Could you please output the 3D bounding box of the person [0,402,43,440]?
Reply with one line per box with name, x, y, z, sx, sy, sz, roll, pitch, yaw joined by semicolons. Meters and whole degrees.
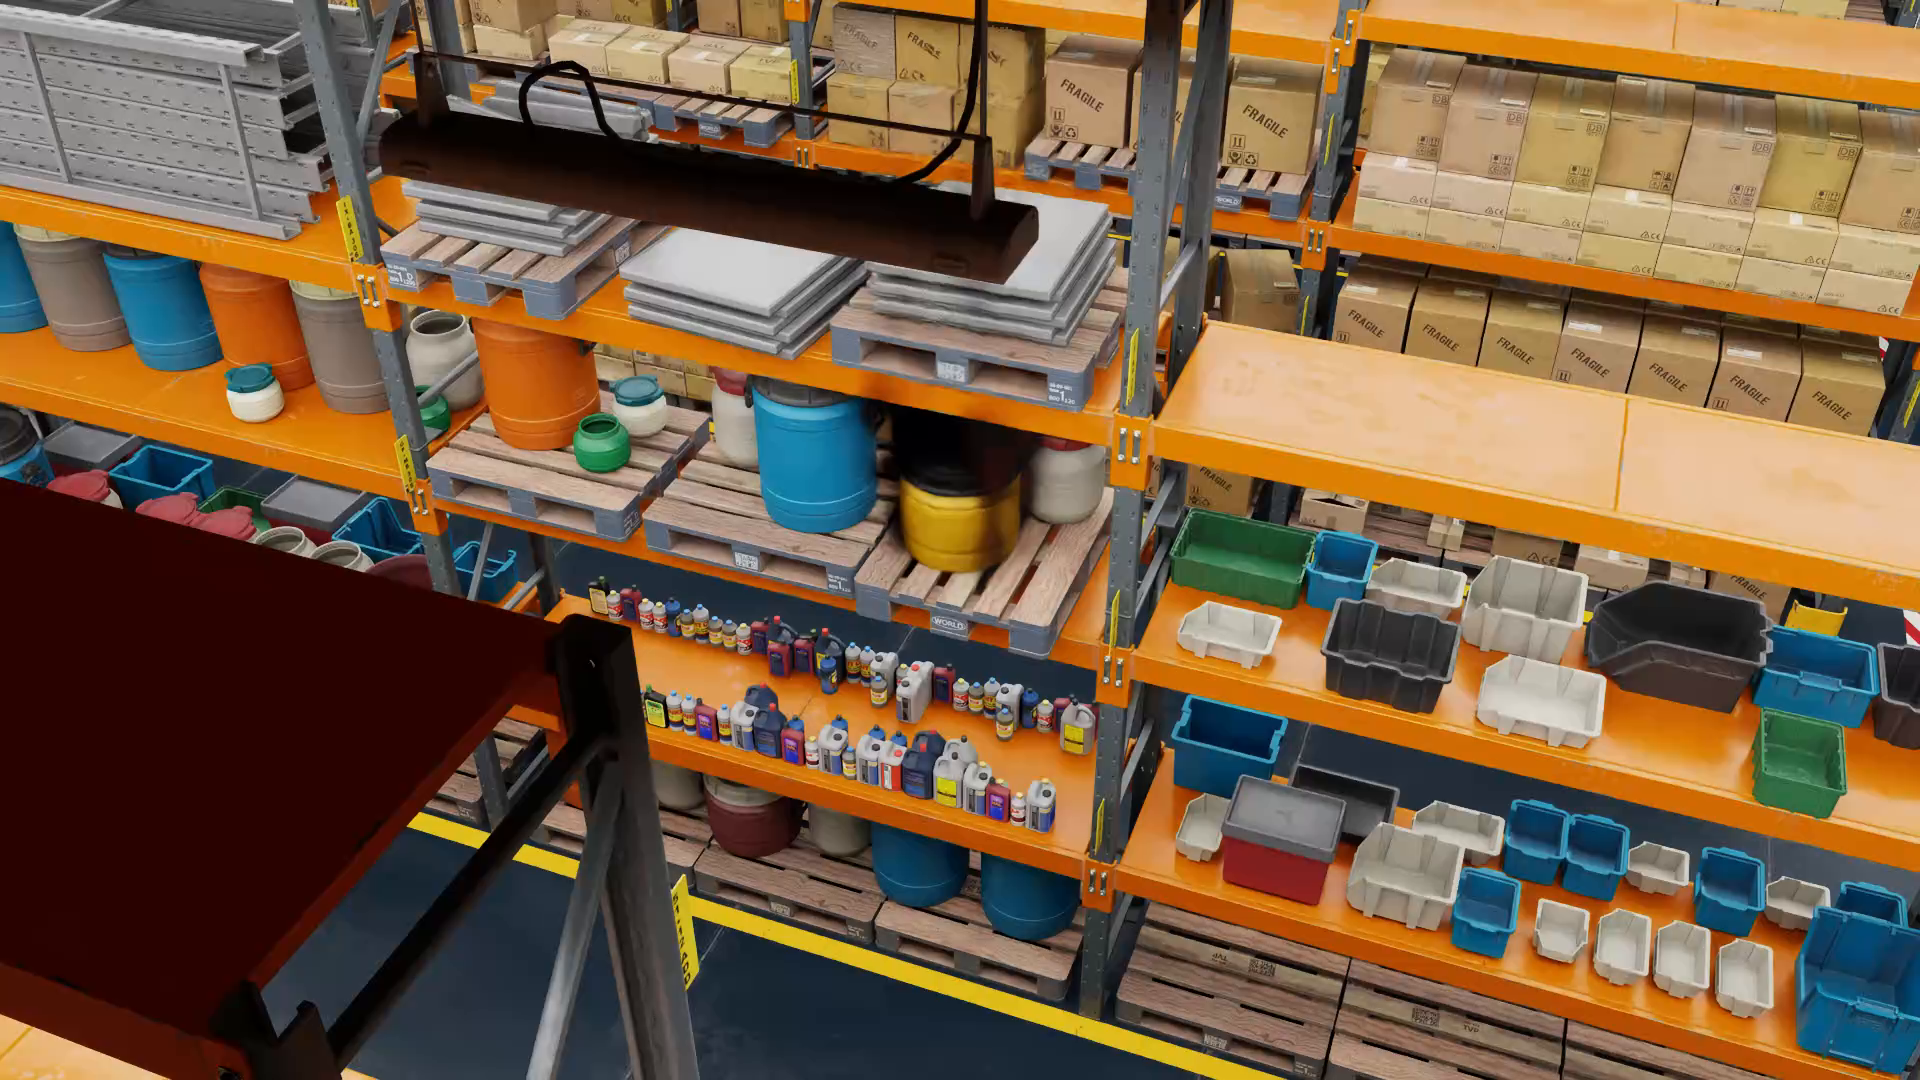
person;-8.055;-1.393;13.804;0.602;1.739;0.673;9;37;11
